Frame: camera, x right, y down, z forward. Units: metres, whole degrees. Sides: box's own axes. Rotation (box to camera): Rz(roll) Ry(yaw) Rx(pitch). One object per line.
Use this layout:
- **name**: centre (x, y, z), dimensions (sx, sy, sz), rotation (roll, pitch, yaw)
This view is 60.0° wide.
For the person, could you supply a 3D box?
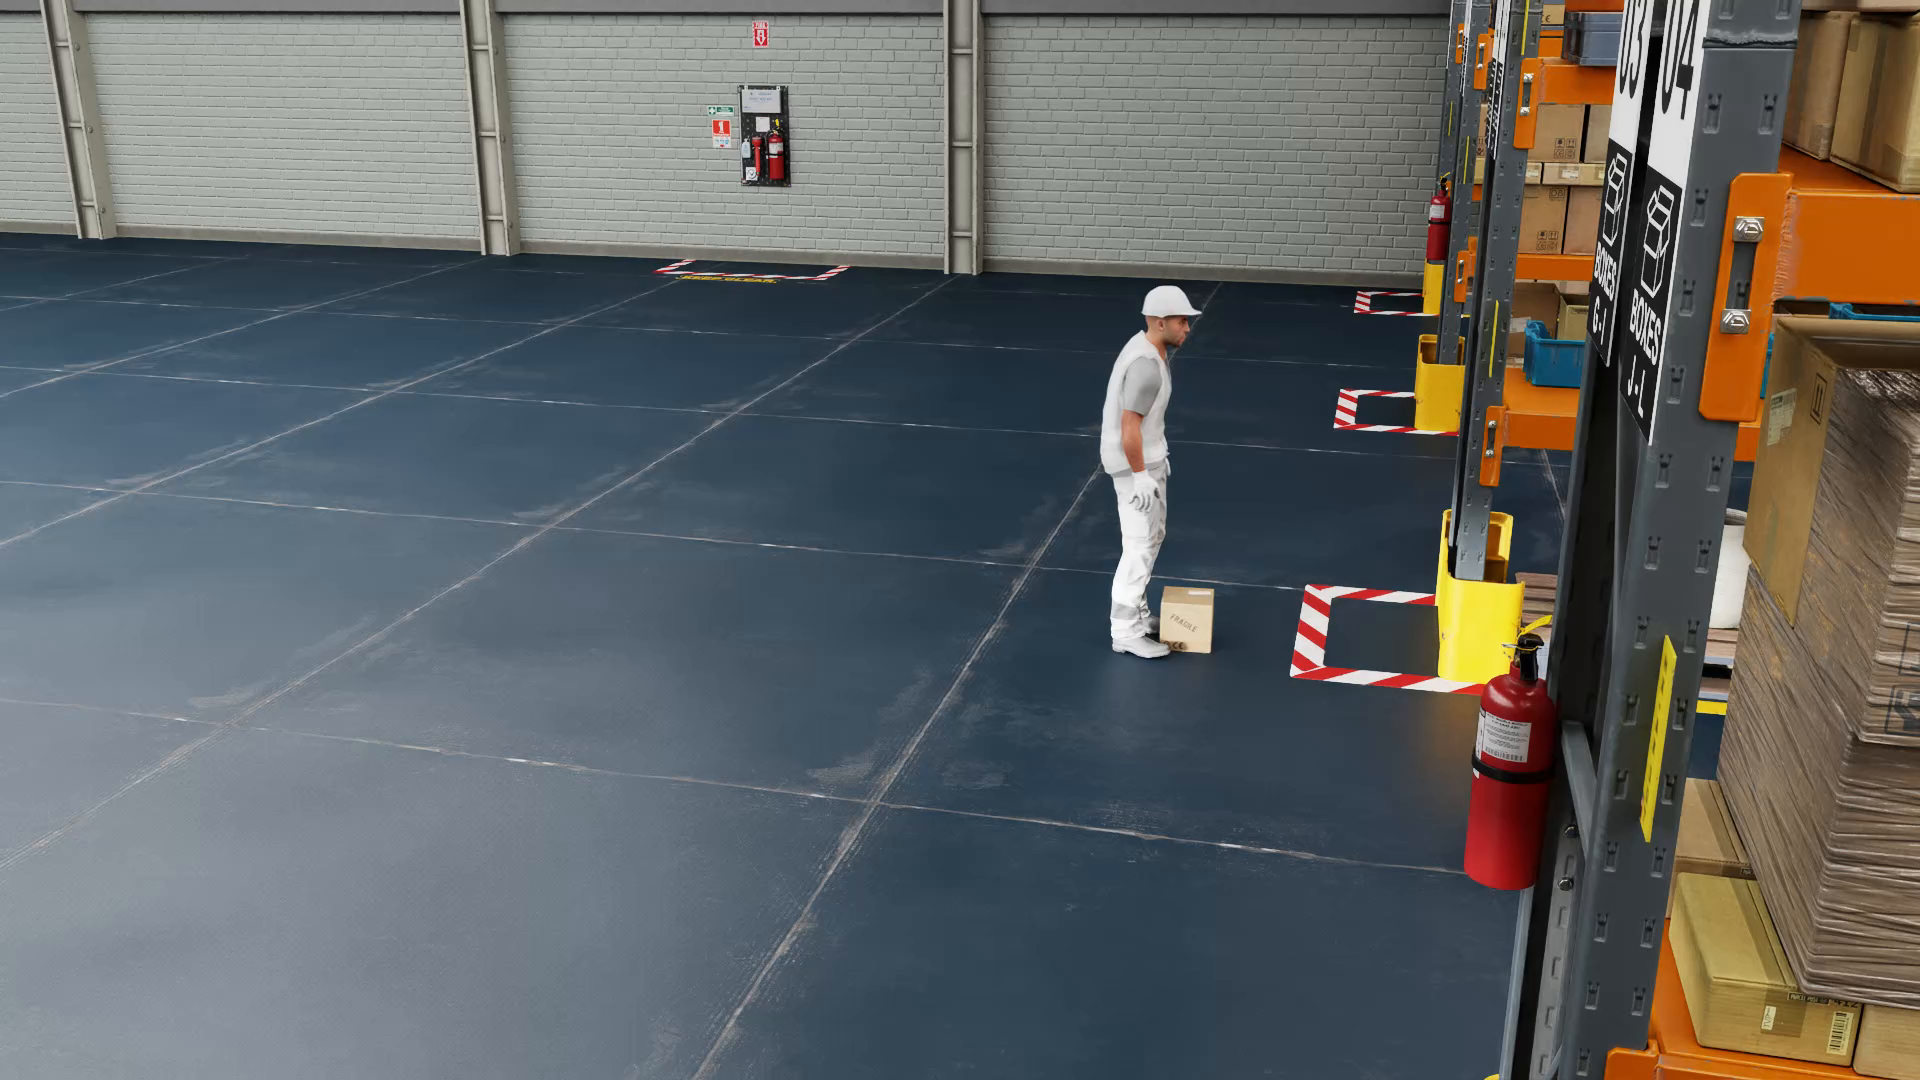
- **person**: centre (0.915, -0.348, 8.098), dimensions (0.455, 1.779, 0.613), rotation (4, 19, 13)
